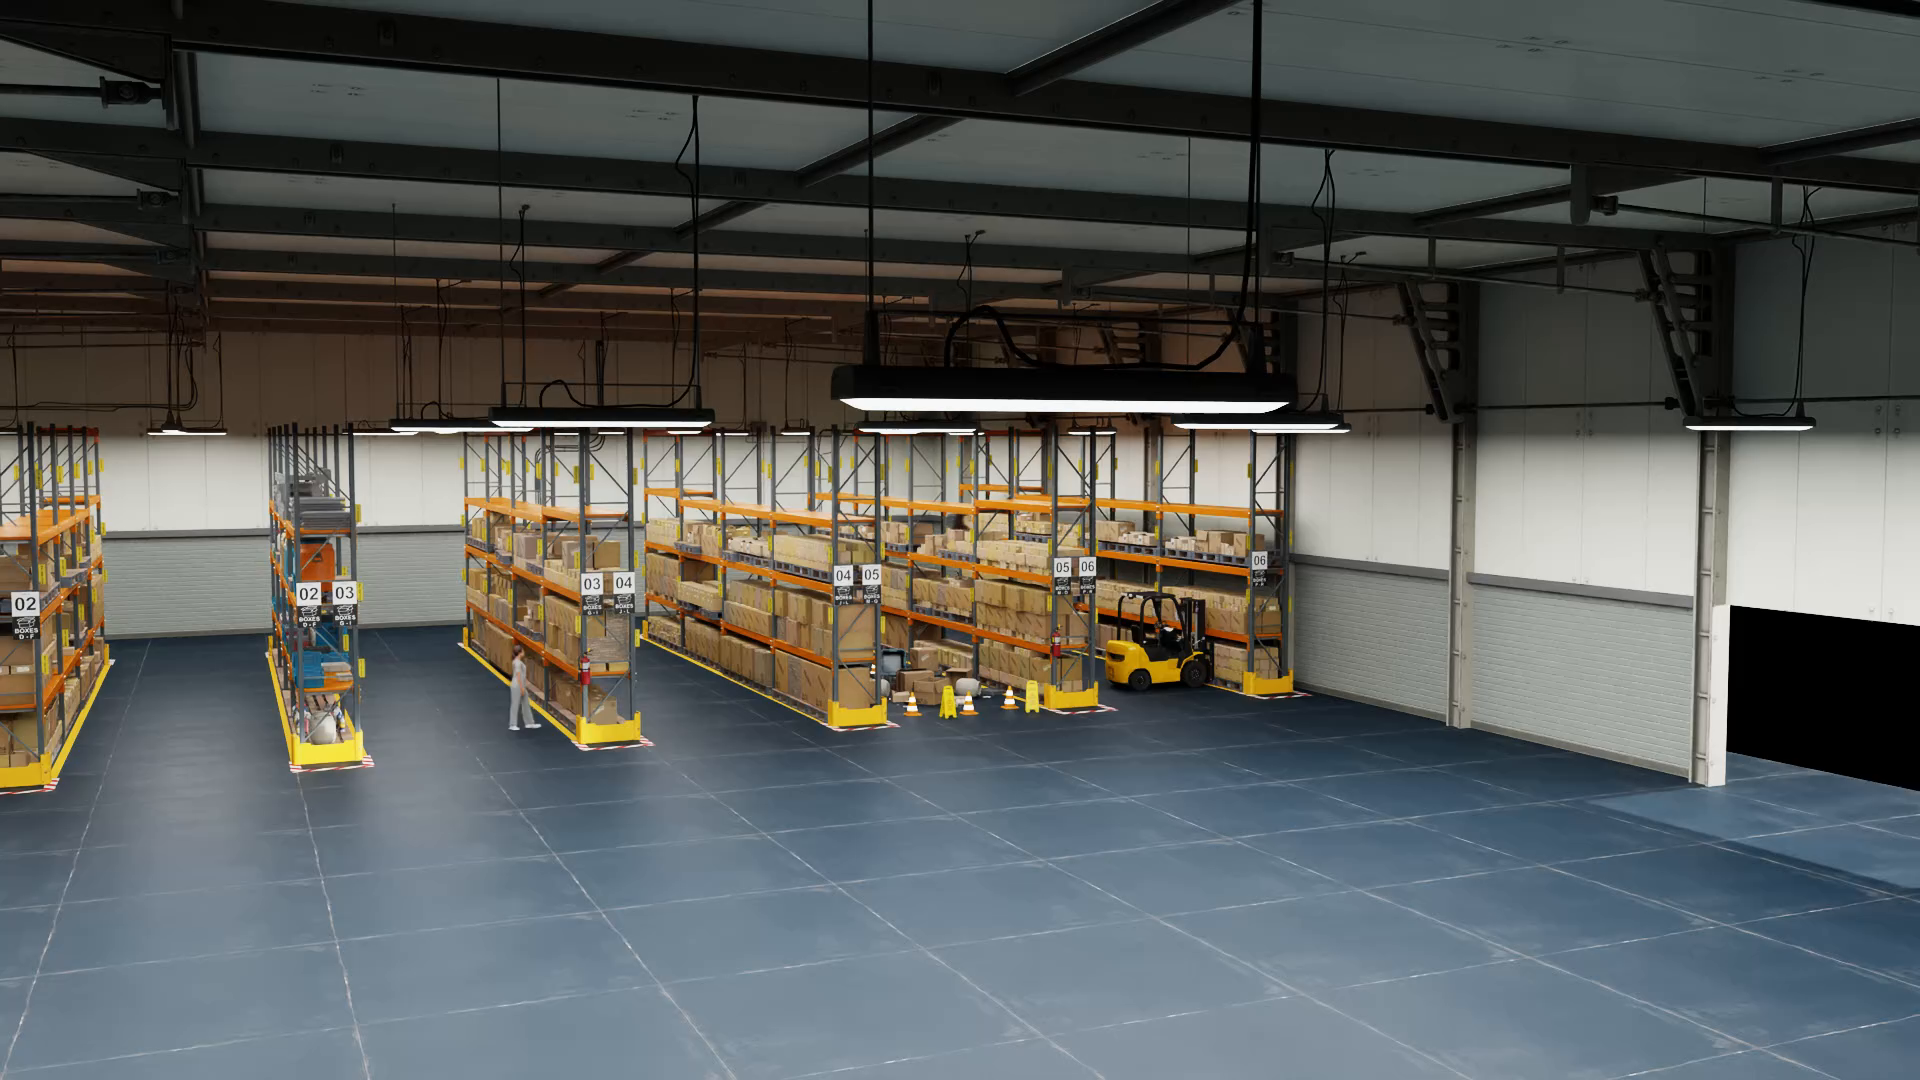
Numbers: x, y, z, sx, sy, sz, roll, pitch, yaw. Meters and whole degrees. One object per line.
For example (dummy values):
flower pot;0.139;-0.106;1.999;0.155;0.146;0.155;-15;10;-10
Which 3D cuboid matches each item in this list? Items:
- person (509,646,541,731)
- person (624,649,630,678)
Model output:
person;-8.587;2.899;32.670;0.569;1.666;0.485;0;3;4
person;-8.073;2.423;39.893;0.669;1.731;1.018;-2;4;-26
